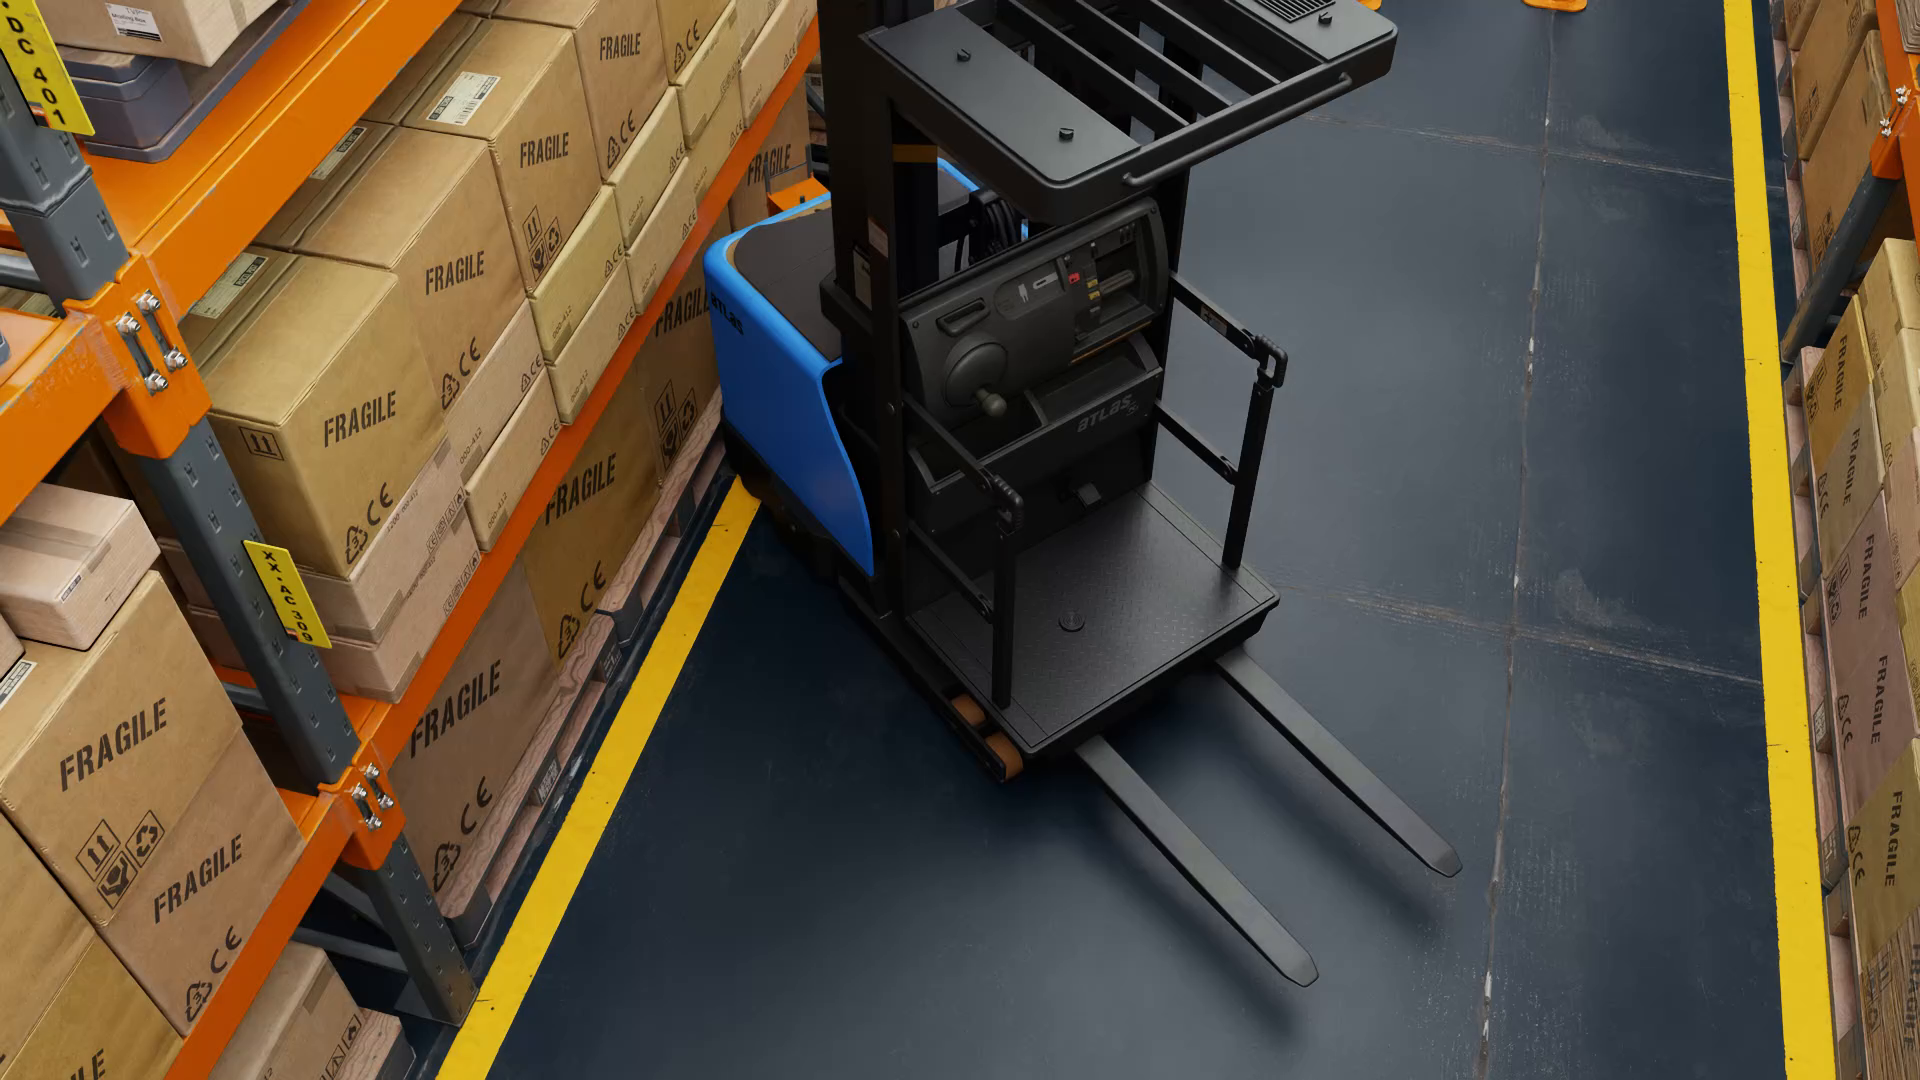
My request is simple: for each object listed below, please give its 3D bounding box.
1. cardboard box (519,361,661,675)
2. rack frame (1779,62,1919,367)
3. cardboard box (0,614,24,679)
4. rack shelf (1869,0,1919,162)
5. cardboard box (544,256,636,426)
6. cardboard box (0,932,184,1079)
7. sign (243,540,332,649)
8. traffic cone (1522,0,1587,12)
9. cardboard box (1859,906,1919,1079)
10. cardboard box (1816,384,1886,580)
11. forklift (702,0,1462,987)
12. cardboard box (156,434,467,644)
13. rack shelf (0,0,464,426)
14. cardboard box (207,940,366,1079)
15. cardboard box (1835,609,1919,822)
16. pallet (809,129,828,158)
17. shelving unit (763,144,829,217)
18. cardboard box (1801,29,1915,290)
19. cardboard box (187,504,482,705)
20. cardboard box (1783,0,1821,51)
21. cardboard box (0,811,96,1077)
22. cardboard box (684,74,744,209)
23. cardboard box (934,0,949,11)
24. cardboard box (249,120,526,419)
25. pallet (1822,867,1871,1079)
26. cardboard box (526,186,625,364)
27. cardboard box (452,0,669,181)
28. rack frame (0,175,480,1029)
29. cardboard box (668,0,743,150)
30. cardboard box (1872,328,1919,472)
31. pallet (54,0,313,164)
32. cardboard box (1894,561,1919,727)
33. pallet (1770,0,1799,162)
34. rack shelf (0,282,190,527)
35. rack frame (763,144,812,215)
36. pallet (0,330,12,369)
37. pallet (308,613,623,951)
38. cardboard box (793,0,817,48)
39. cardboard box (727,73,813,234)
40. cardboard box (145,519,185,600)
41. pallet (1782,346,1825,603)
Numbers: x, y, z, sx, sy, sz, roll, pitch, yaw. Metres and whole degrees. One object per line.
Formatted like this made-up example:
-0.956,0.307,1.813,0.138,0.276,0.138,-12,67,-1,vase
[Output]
-1.638,-0.232,5.591,0.875,0.875,0.875,13,50,11,cardboard box
3.901,-1.667,5.720,1.000,3.000,0.127,12,50,10,rack frame
-1.902,0.199,2.907,0.380,0.149,0.250,13,50,11,cardboard box
4.427,-2.875,7.267,1.077,0.370,4.000,12,50,10,rack shelf
-1.298,-0.636,4.910,0.500,0.250,0.500,11,50,10,cardboard box
-1.959,1.049,3.257,0.500,0.500,0.500,10,49,9,cardboard box
-1.418,0.119,3.514,0.100,0.325,0.005,12,50,10,sign
3.144,-3.048,8.632,0.336,0.463,0.334,12,50,10,traffic cone
2.800,1.330,4.463,0.500,0.500,0.500,11,49,9,cardboard box
3.340,-0.153,5.771,0.500,0.500,0.500,12,50,10,cardboard box
0.371,-0.590,4.816,1.130,2.935,3.031,-29,55,-23,forklift
-1.566,-0.055,4.065,0.500,0.250,0.500,10,49,9,cardboard box
-1.428,-1.878,4.386,1.077,0.370,4.000,12,50,10,rack shelf
-2.223,1.465,4.385,0.875,0.438,0.875,11,49,9,cardboard box
3.075,0.589,5.117,0.500,0.500,0.500,11,49,9,cardboard box
-0.694,-2.213,8.062,1.003,0.211,1.213,12,50,10,pallet
-0.563,-0.994,6.427,0.215,1.050,0.252,-29,55,-23,shelving unit
4.148,-1.484,6.779,1.050,0.750,0.750,11,49,10,cardboard box
-1.583,0.106,4.255,0.500,0.250,0.500,11,49,9,cardboard box
4.620,-2.791,7.933,1.050,0.750,0.750,12,50,10,cardboard box
-1.953,0.720,2.880,0.500,0.500,0.500,11,49,9,cardboard box
-1.051,-1.370,5.559,0.500,0.250,0.500,11,50,10,cardboard box
-0.556,-2.782,8.177,0.950,0.372,0.625,11,49,9,cardboard box
-1.454,-0.676,4.112,0.500,0.500,0.500,11,50,10,cardboard box
3.052,1.586,4.709,1.003,0.211,1.213,12,50,10,pallet
-1.297,-0.798,4.720,0.500,0.250,0.500,12,50,11,cardboard box
-1.189,-1.413,4.763,0.500,0.500,0.500,11,49,9,cardboard box
-1.954,0.323,3.964,1.000,3.000,0.127,12,50,10,rack frame
-1.030,-1.540,5.375,0.500,0.250,0.500,10,49,9,cardboard box
3.353,-0.409,5.497,0.500,0.250,0.500,11,49,10,cardboard box
-1.760,-1.279,3.505,0.805,0.209,1.217,10,49,9,pallet
3.074,0.324,4.851,0.500,0.250,0.500,10,49,8,cardboard box
4.504,-2.179,8.032,1.003,0.211,1.213,12,50,10,pallet
-2.480,1.015,1.833,1.077,0.370,4.000,12,50,10,rack shelf
-0.636,-1.067,6.492,0.200,1.050,0.008,-29,55,-23,rack frame
-2.179,-0.051,2.352,1.003,0.211,1.213,12,50,10,pallet
-1.824,0.673,5.516,1.003,0.211,1.213,12,50,10,pallet
-0.784,-2.104,6.206,0.500,0.250,0.500,10,49,9,cardboard box
-1.163,-1.523,6.731,0.875,0.875,0.875,11,50,10,cardboard box
-2.072,-0.160,4.157,0.500,0.250,0.500,12,50,10,cardboard box
3.694,-0.179,6.267,1.003,0.211,1.213,12,50,10,pallet
